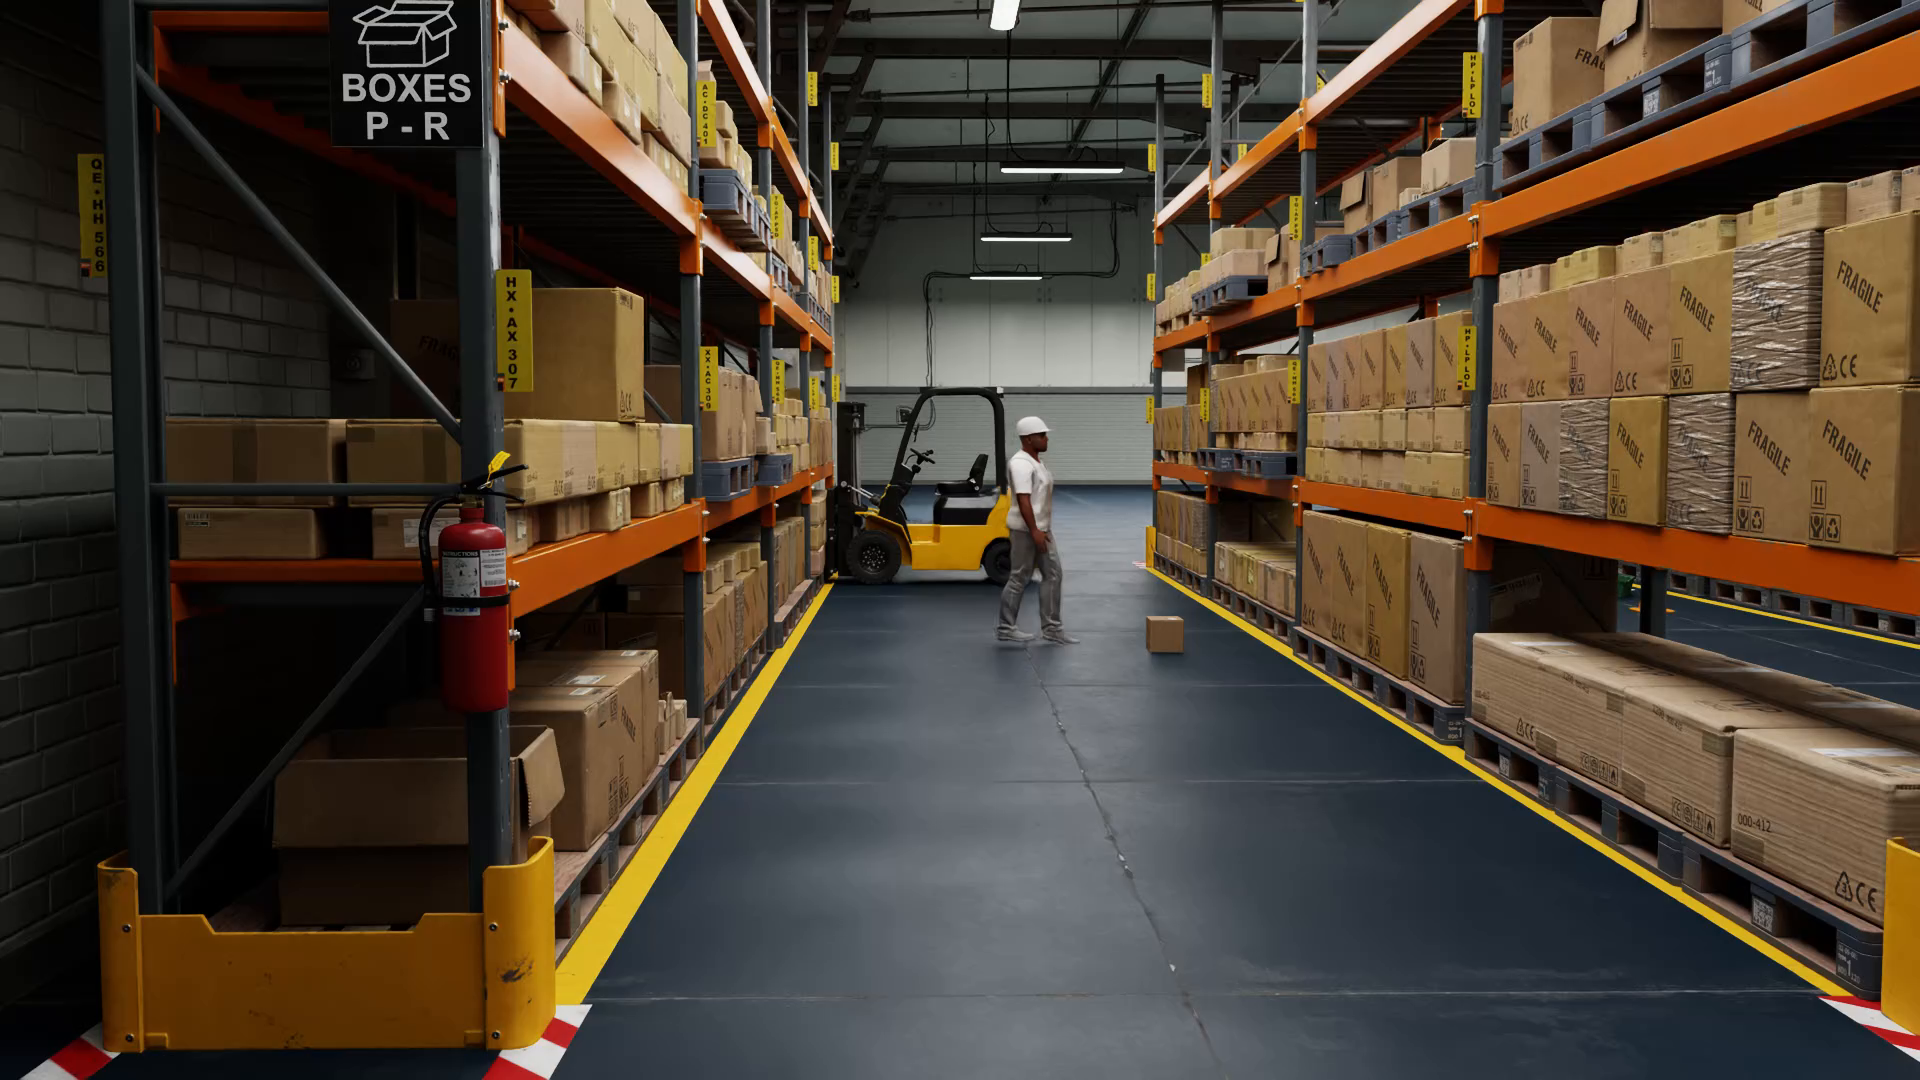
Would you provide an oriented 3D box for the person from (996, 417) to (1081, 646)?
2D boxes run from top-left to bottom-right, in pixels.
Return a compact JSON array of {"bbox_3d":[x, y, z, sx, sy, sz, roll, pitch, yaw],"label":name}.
[{"bbox_3d":[0.578,-0.057,12.883,0.631,1.793,0.575,1,4,20],"label":"person"}]
